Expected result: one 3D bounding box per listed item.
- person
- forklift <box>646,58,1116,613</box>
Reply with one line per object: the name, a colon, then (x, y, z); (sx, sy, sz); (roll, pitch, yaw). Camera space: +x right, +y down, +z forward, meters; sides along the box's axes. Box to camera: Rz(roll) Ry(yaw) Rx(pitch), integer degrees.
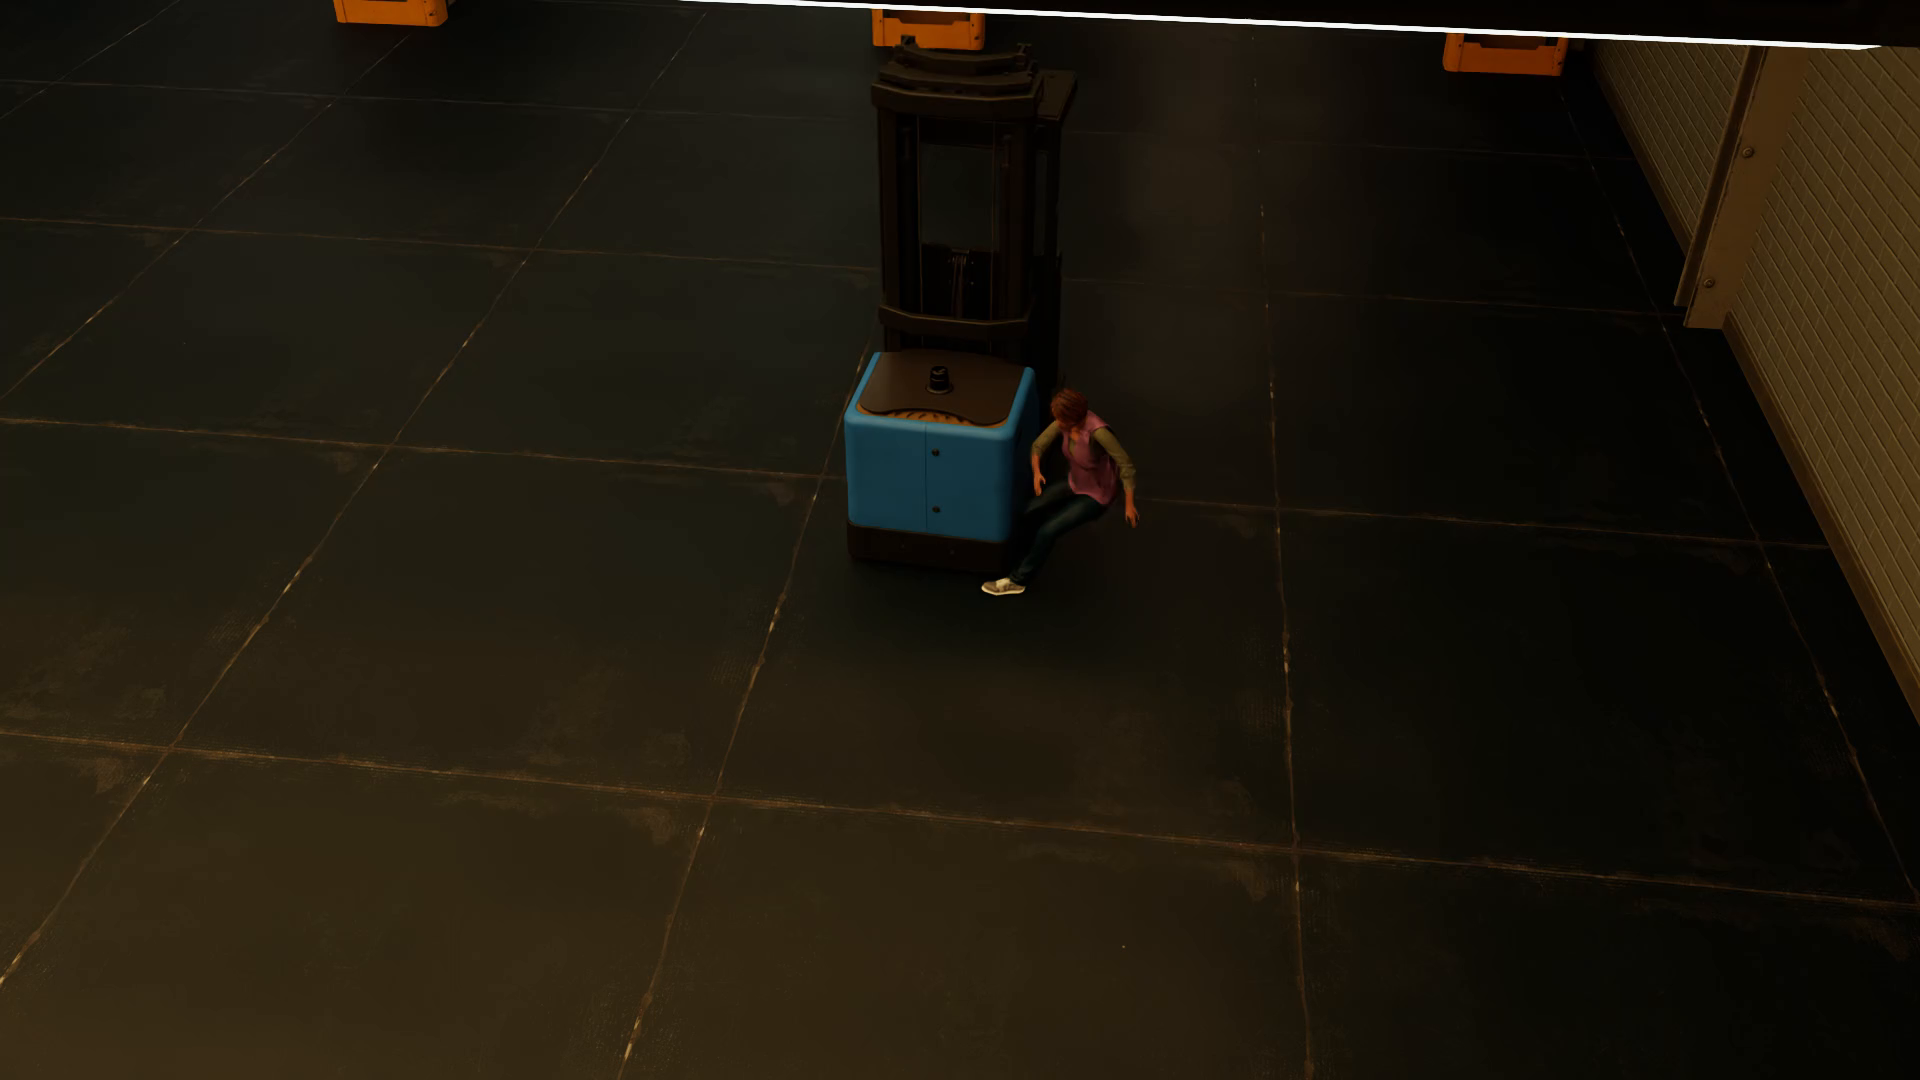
person: (2.941, -0.450, 9.845); (0.676, 1.507, 0.648); (-13, 38, -17)
forklift: (-0.597, -1.379, 9.900); (3.031, 2.935, 1.130); (18, 40, 23)
